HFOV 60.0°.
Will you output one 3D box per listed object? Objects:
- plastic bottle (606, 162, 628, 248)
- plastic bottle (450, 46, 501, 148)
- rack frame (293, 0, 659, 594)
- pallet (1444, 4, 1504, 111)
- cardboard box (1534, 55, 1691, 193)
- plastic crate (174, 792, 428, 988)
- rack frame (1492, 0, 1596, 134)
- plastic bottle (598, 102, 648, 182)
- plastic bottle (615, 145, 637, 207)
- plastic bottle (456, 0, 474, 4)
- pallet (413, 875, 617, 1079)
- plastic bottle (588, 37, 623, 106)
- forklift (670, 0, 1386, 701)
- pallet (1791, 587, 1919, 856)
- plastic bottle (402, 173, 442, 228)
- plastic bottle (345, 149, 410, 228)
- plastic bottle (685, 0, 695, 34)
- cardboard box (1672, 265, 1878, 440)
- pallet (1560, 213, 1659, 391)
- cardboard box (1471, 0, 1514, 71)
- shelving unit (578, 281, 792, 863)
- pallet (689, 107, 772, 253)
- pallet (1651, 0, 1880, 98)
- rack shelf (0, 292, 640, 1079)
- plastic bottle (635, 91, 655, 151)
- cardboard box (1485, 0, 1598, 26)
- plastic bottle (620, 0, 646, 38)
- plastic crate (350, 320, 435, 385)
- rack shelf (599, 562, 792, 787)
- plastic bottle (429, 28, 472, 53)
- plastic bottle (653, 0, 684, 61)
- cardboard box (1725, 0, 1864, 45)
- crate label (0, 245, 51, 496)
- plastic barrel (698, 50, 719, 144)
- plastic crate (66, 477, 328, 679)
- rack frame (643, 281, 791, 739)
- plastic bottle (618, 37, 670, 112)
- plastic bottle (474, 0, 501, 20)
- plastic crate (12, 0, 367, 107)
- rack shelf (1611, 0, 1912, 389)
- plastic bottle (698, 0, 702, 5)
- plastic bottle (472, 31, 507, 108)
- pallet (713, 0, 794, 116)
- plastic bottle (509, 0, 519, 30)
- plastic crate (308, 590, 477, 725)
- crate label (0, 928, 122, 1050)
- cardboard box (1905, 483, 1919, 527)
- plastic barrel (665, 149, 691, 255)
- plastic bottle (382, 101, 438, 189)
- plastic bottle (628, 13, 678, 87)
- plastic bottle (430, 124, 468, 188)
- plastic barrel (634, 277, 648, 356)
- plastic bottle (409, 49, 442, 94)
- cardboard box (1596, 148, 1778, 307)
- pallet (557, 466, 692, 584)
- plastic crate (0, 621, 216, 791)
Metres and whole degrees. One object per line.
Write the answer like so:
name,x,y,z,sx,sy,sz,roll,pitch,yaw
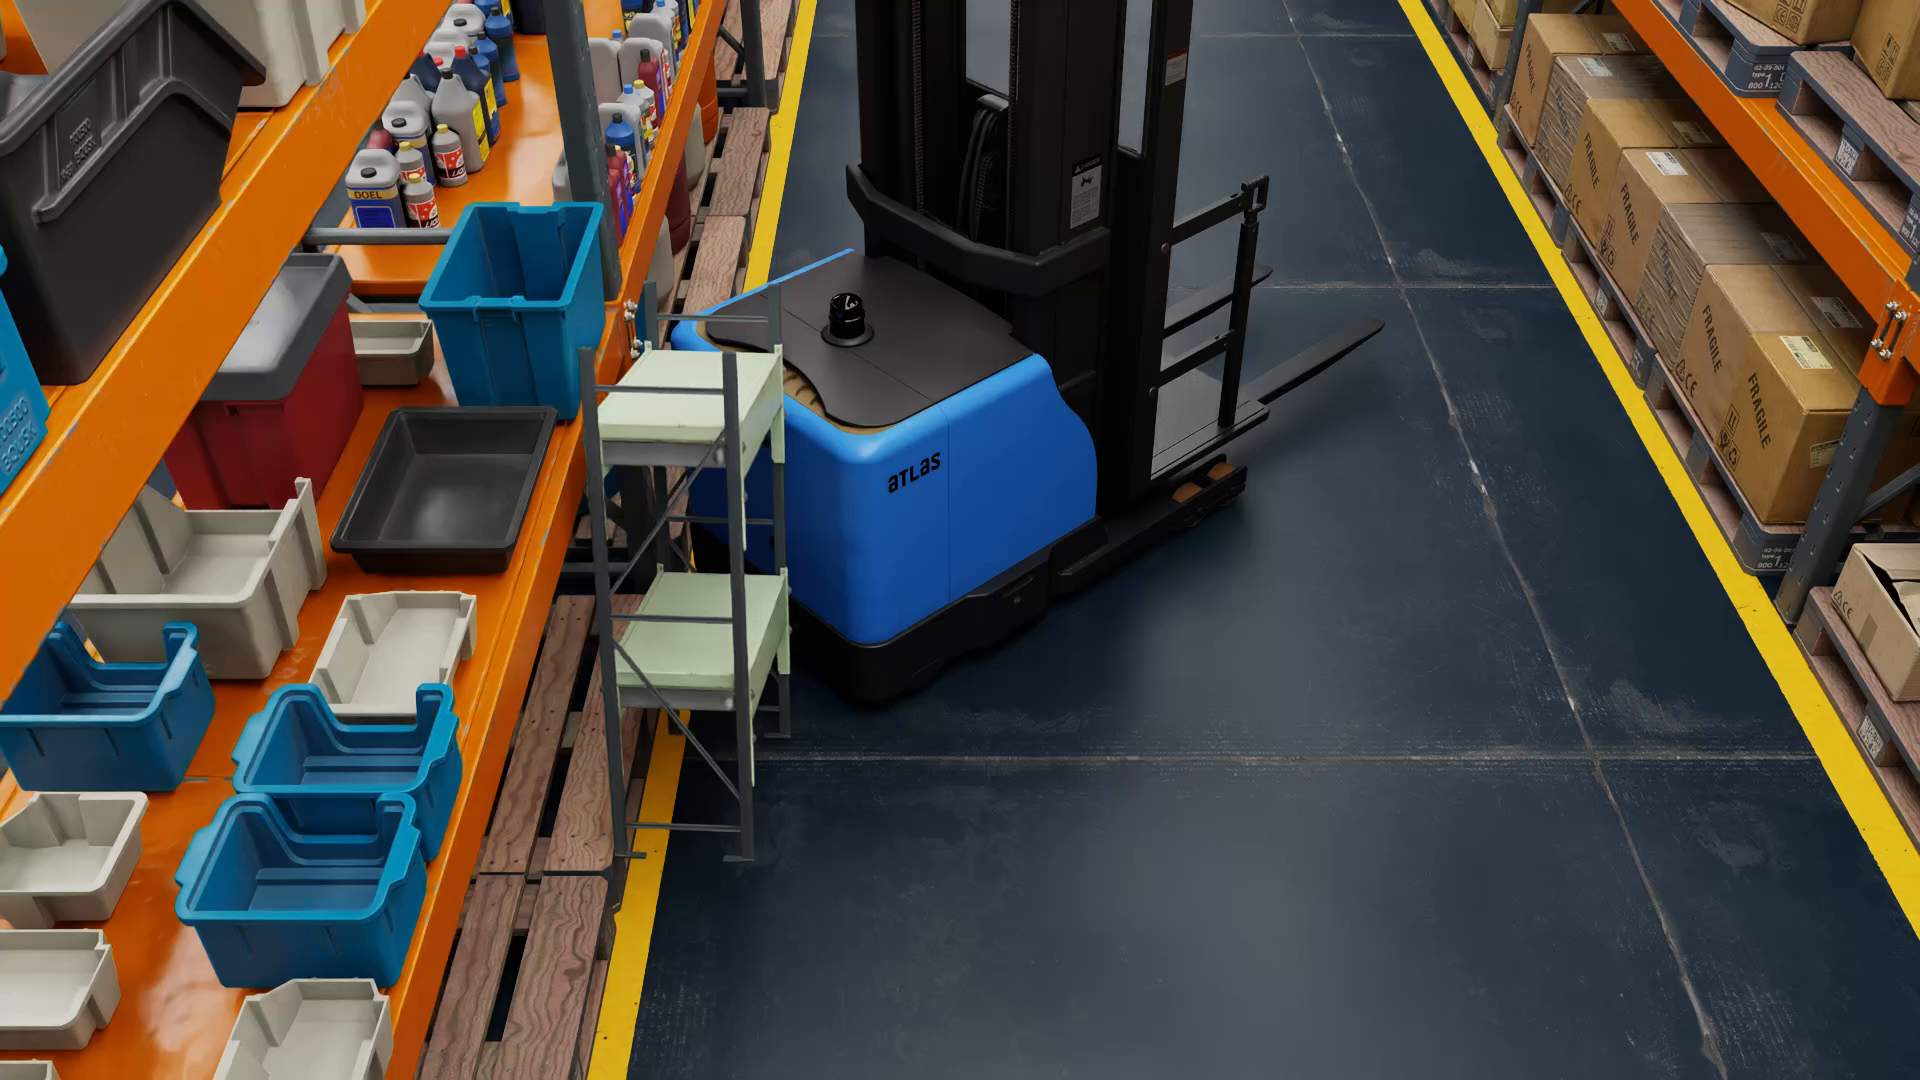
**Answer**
plastic bottle,-1.114,-1.086,5.300,0.061,0.283,0.133,0,39,0
plastic bottle,-1.724,-1.573,5.853,0.144,0.351,0.185,0,39,0
rack frame,-1.540,-0.902,4.977,1.000,3.000,0.127,0,39,0
pallet,3.447,-2.831,9.614,1.003,0.211,1.213,0,39,0
cardboard box,3.130,-1.988,7.980,0.500,0.500,0.500,-1,39,-2
plastic crate,-1.208,0.664,3.109,0.416,0.233,0.300,0,39,0
rack frame,3.409,-3.404,8.100,1.000,3.000,0.127,0,39,0
plastic bottle,-1.160,-1.372,5.662,0.152,0.276,0.135,0,39,0
plastic bottle,-1.132,-1.209,5.519,0.097,0.201,0.097,0,39,0
plastic bottle,-1.911,-2.020,6.465,0.061,0.283,0.133,0,39,0
pallet,-1.496,1.411,4.320,1.003,0.211,1.213,0,39,0
plastic bottle,-1.312,-1.722,6.099,0.152,0.276,0.135,0,39,0
forklift,0.465,-1.410,5.666,3.031,2.935,1.130,-30,47,-32
pallet,3.413,0.615,5.314,1.003,0.211,1.213,0,39,0
plastic bottle,-1.739,-1.082,5.361,0.097,0.201,0.097,0,39,0
plastic bottle,-1.863,-1.100,5.323,0.152,0.276,0.135,0,39,0
plastic bottle,-1.116,-2.191,6.679,0.061,0.283,0.133,0,39,0
cardboard box,3.134,-0.717,6.393,0.500,0.500,0.500,0,39,0
pallet,3.371,-1.088,7.439,1.003,0.211,1.213,0,39,0
cardboard box,3.164,-2.824,9.238,0.500,0.250,0.500,1,39,1
shelving unit,-0.759,0.079,4.821,0.431,1.500,0.755,2,22,2
pallet,-1.502,-1.822,8.355,1.003,0.211,1.213,0,39,0
pallet,3.416,-2.113,6.642,1.003,0.211,1.213,0,39,0
rack shelf,-1.537,0.630,3.641,1.077,0.370,4.000,0,39,0
plastic bottle,-1.133,-1.476,5.852,0.097,0.201,0.097,0,39,0
cardboard box,3.162,-3.042,9.061,0.500,0.311,0.500,1,39,1
plastic bottle,-1.278,-2.060,6.524,0.097,0.271,0.097,0,39,0
plastic crate,-1.682,-0.531,4.677,0.396,0.136,0.243,0,39,0
rack shelf,-0.763,0.382,4.943,0.431,0.370,0.720,2,22,2
plastic bottle,-1.865,-1.728,6.106,0.152,0.276,0.135,0,39,0
plastic bottle,-1.133,-1.999,6.448,0.097,0.271,0.097,0,39,0
cardboard box,3.350,-2.211,6.194,0.700,0.500,0.500,-9,40,-11
crate label,-1.213,-0.090,1.684,0.408,0.251,0.502,0,39,0
plastic barrel,-1.527,-2.414,8.264,0.600,0.830,0.708,0,39,0
plastic crate,-1.722,0.076,3.803,0.437,0.282,0.530,0,39,0
rack frame,-0.741,-0.057,5.160,0.400,1.500,0.023,2,22,2
plastic bottle,-1.160,-1.722,6.099,0.152,0.276,0.135,0,39,0
plastic bottle,-1.832,-2.027,6.483,0.097,0.271,0.097,0,39,0
plastic crate,-1.229,-0.911,2.684,0.437,0.282,0.530,0,39,0
rack shelf,3.411,-1.873,6.764,1.077,0.370,4.000,0,39,0
plastic bottle,-1.116,-2.390,6.927,0.061,0.283,0.133,0,39,0
plastic bottle,-1.740,-1.737,6.122,0.097,0.271,0.097,0,39,0
pallet,-1.506,-2.799,9.575,1.003,0.211,1.213,0,39,0
plastic bottle,-1.866,-2.217,6.717,0.152,0.276,0.135,0,39,0
plastic crate,-1.237,0.266,3.682,0.293,0.136,0.466,0,39,0
crate label,-1.728,0.814,2.999,0.396,0.136,0.243,0,39,0
cardboard box,3.657,-0.402,6.000,0.500,0.500,0.500,-2,39,-2
plastic barrel,-1.525,-1.614,7.458,0.600,0.588,0.708,0,39,0
plastic bottle,-1.864,-1.328,5.608,0.152,0.276,0.135,0,39,0
plastic bottle,-1.161,-1.867,6.280,0.152,0.276,0.135,0,39,0
plastic bottle,-1.739,-1.311,5.646,0.097,0.201,0.097,0,39,0
plastic barrel,-1.524,-1.030,6.479,0.600,0.901,0.708,0,39,0
plastic bottle,-1.868,-1.573,5.853,0.144,0.351,0.185,0,39,0
cardboard box,3.131,-1.348,7.181,0.500,0.500,0.500,-1,39,-2
pallet,-1.499,-0.296,6.451,1.003,0.211,1.213,0,39,0
plastic crate,-1.794,0.357,3.491,0.416,0.233,0.300,0,39,0
